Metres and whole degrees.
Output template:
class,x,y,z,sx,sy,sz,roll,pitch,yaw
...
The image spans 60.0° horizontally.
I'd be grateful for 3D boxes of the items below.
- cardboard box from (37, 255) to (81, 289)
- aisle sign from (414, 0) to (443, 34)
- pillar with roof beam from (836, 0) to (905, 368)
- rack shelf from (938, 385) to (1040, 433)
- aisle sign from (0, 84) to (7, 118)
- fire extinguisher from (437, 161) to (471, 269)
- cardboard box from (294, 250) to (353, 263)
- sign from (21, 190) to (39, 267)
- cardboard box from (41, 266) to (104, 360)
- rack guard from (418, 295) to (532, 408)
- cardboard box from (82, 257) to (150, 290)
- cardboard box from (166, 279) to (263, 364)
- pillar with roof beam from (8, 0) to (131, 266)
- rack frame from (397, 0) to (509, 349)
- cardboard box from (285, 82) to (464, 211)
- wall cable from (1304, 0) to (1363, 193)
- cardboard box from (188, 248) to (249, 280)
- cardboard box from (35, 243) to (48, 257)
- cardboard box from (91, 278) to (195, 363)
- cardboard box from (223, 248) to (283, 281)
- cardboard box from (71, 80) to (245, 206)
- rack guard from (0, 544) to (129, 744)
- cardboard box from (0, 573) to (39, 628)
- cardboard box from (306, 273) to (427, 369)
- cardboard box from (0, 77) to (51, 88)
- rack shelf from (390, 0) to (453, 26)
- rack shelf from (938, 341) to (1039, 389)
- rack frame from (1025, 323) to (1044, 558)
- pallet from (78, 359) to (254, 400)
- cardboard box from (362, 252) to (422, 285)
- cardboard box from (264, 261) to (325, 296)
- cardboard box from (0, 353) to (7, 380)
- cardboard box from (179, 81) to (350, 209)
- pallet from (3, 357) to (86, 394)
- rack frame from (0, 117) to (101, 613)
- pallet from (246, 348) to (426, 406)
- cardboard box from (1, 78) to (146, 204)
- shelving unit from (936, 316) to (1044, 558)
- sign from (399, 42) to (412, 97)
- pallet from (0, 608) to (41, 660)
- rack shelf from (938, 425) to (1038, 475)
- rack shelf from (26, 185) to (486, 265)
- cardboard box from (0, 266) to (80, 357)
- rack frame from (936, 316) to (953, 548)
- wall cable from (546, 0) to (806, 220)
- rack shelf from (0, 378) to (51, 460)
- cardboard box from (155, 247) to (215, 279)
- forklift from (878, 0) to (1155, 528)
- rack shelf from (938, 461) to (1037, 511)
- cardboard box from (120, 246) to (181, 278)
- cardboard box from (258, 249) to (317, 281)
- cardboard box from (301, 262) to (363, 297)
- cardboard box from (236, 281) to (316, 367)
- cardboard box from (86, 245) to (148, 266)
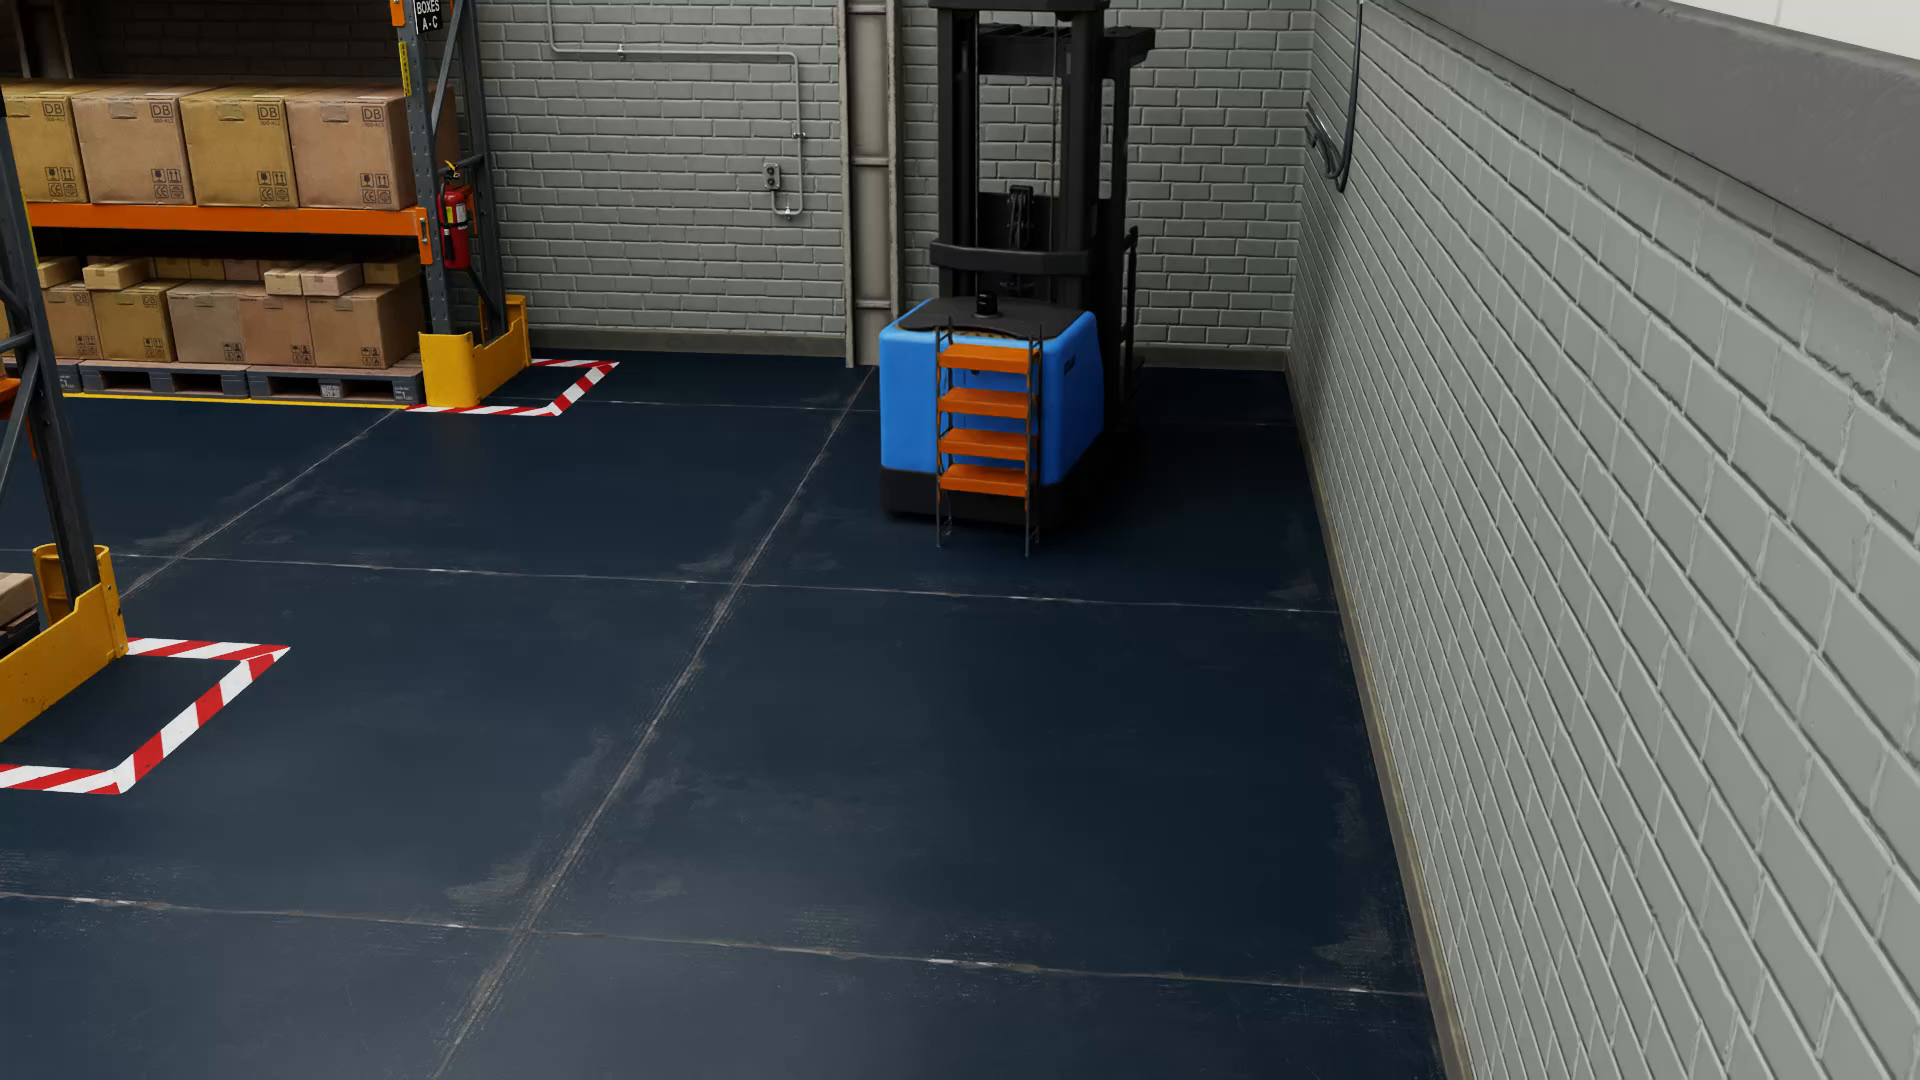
class,x,y,z,sx,sy,sz,roll,pitch,yaw
cardboard box,-6.323,-1.857,11.505,0.250,0.149,0.380,3,22,8
aisle sign,-3.364,-3.597,10.423,0.004,0.787,0.394,2,22,6
pillar with roof beam,-1.124,-3.918,6.611,0.400,9.000,9.100,2,22,6
rack shelf,0.152,-0.679,8.601,0.480,0.148,0.258,6,22,16
aisle sign,-3.877,-2.006,6.397,0.004,0.787,0.394,2,22,6
fire extinguisher,-3.305,-2.117,10.826,0.183,0.674,0.296,2,22,6
cardboard box,-4.463,-1.919,11.659,0.250,0.149,0.380,3,22,6
sign,-3.916,-1.293,6.953,0.005,0.325,0.100,2,22,6
cardboard box,-6.144,-1.614,11.772,0.500,0.500,0.700,2,22,6
rack guard,-3.377,-1.338,11.643,0.348,0.500,1.175,2,22,6
cardboard box,-5.805,-1.835,11.448,0.250,0.149,0.380,2,22,5
cardboard box,-5.104,-1.571,11.662,0.500,0.500,0.700,2,22,5
pillar with roof beam,-7.082,-4.178,7.268,0.400,9.000,9.100,2,22,6
rack frame,-3.400,-2.501,11.186,0.127,3.000,1.000,2,22,6
cardboard box,-3.908,-2.659,11.178,0.700,0.700,0.980,3,22,9
wall cable,2.174,-3.472,9.705,0.112,2.526,3.097,2,22,6
cardboard box,-5.219,-1.951,11.742,0.250,0.149,0.380,3,22,7
cardboard box,-6.763,-2.018,11.910,0.250,0.149,0.380,2,22,6
cardboard box,-5.634,-1.591,11.714,0.500,0.500,0.700,3,22,8
cardboard box,-4.964,-1.940,11.714,0.250,0.149,0.380,3,22,7
cardboard box,-5.388,-2.723,11.339,0.700,0.700,0.980,1,22,4
rack guard,-4.055,0.467,7.079,0.348,0.500,1.175,2,22,6
cardboard box,-4.355,0.285,7.418,0.250,0.149,0.380,2,22,6
cardboard box,-4.107,-1.528,11.553,0.500,0.500,0.700,2,22,6
cardboard box,-6.836,-2.784,11.495,0.700,0.700,0.980,3,22,7
rack shelf,-5.387,-3.648,10.986,4.000,0.370,1.077,2,22,6
rack shelf,0.152,-0.899,8.514,0.480,0.148,0.258,6,22,16
rack frame,0.385,-0.508,8.592,0.015,1.200,0.240,6,22,16
pallet,-5.412,-1.264,11.850,1.213,0.211,1.003,2,22,6
cardboard box,-3.960,-1.897,11.605,0.250,0.149,0.380,3,22,7
cardboard box,-4.510,-1.779,11.307,0.250,0.149,0.380,3,22,8
cardboard box,-4.389,-0.854,6.885,0.500,0.500,0.500,3,22,7
cardboard box,-4.632,-2.686,11.247,0.700,0.700,0.980,2,22,6
pallet,-6.627,-1.316,11.981,1.213,0.211,1.003,2,22,6
rack frame,-3.980,-0.692,6.611,0.127,3.000,1.000,2,22,6
pallet,-4.204,-1.210,11.714,1.213,0.211,1.003,2,22,6
cardboard box,-6.112,-2.751,11.410,0.700,0.700,0.980,2,22,5
shelving unit,0.152,-0.534,8.658,0.503,1.200,0.258,6,22,16
sign,-3.478,-2.952,10.430,0.005,0.325,0.100,2,22,6
pallet,-4.847,0.567,7.219,1.213,0.211,1.003,2,22,6
rack shelf,0.152,-0.471,8.683,0.480,0.148,0.258,6,22,16
rack shelf,-5.387,-2.253,11.537,4.000,0.370,1.077,2,22,6
cardboard box,-6.642,-1.637,11.830,0.500,0.500,0.700,3,22,7
rack frame,-0.082,-0.560,8.724,0.015,1.200,0.240,6,22,16
wall cable,-2.018,-3.264,11.733,1.851,1.984,0.084,2,22,6
rack shelf,-5.966,-0.444,6.962,4.000,0.370,1.077,2,22,6
cardboard box,-5.470,-1.962,11.770,0.250,0.149,0.380,2,22,5
forklift,0.493,-1.941,9.863,1.130,2.935,3.031,7,23,17
rack shelf,0.152,-0.287,8.756,0.480,0.148,0.258,6,22,16
cardboard box,-5.727,-1.973,11.797,0.250,0.149,0.380,3,22,7
cardboard box,-4.711,-1.930,11.687,0.250,0.149,0.380,3,22,7
cardboard box,-4.256,-1.768,11.279,0.250,0.149,0.380,2,22,6
cardboard box,-4.604,-1.549,11.608,0.500,0.500,0.700,2,22,6
cardboard box,-5.977,-1.984,11.826,0.250,0.149,0.380,2,22,5
